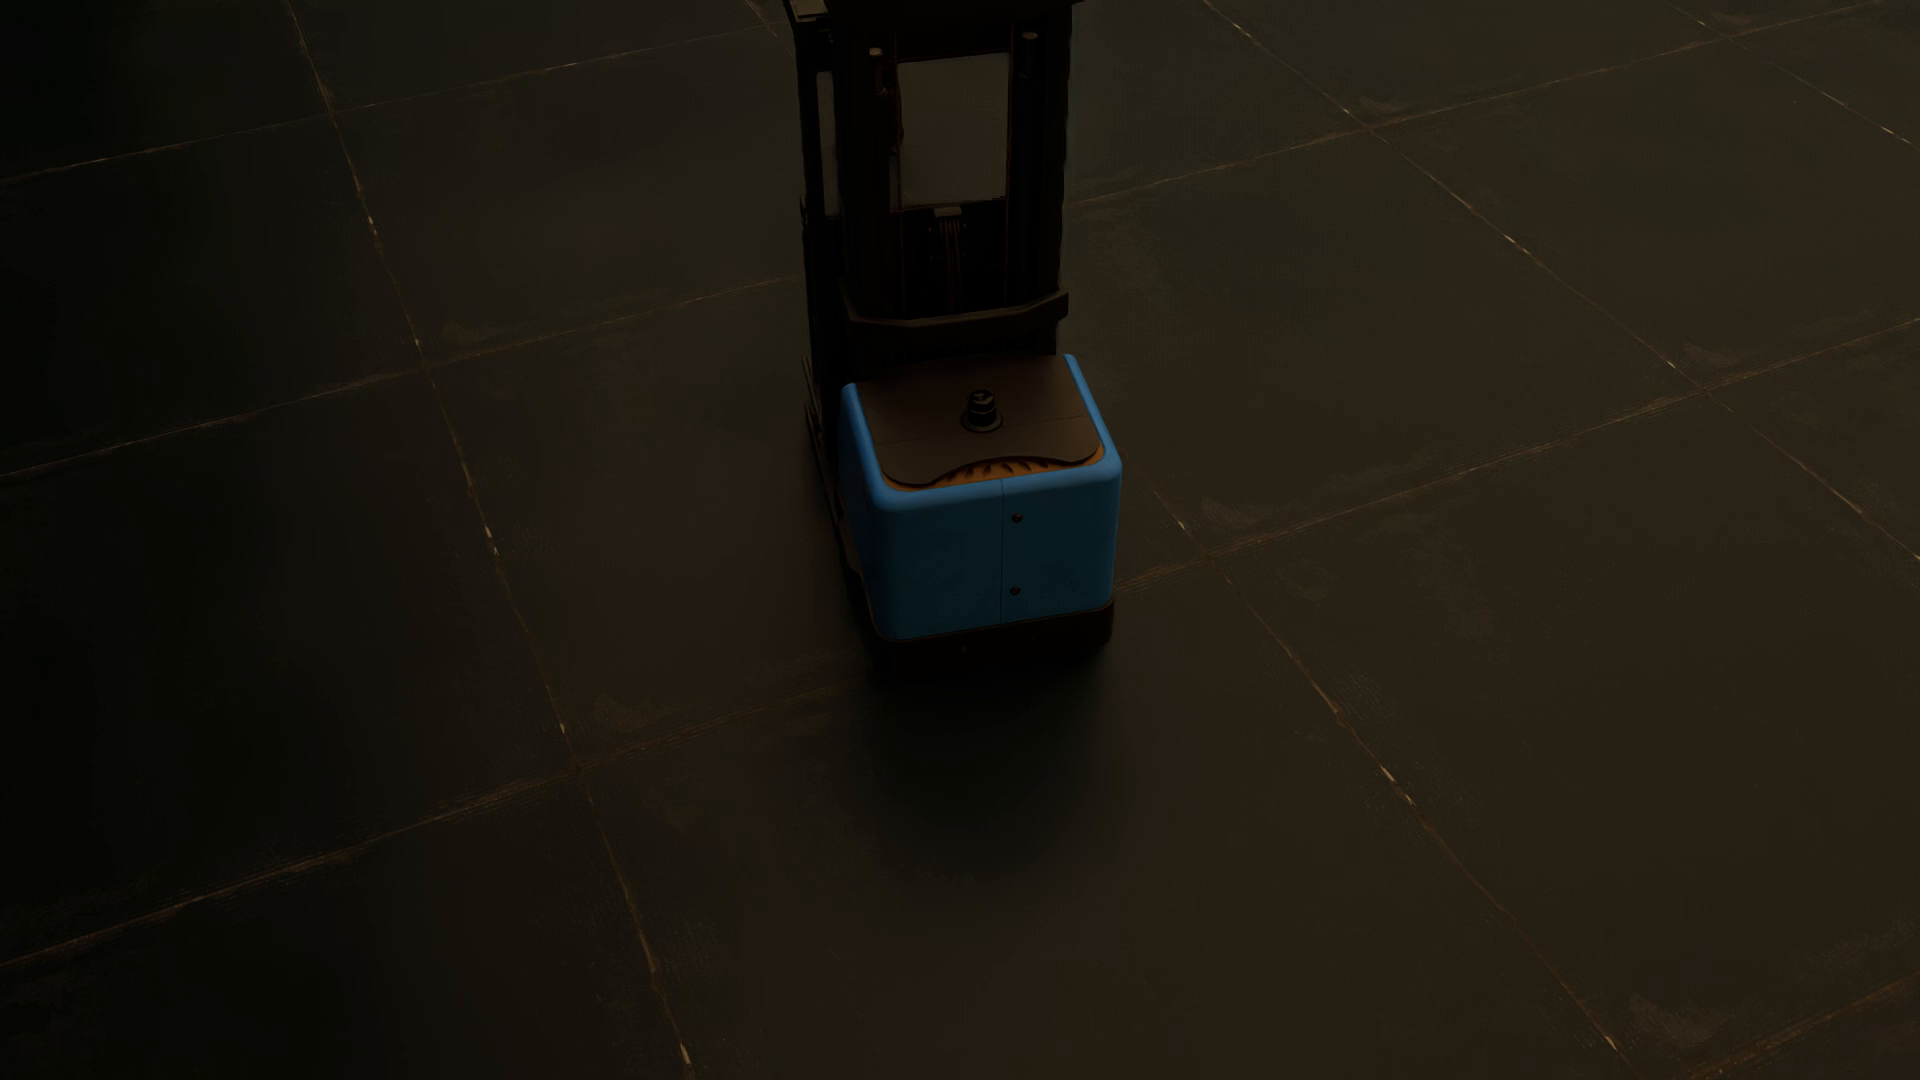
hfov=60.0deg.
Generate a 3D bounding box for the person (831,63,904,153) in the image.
[{"bbox_3d":[-0.598,-3.055,9.796,0.685,1.784,0.559,-22,47,-22],"label":"person"}]

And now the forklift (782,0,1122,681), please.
[{"bbox_3d":[-0.158,-1.491,7.278,1.130,2.935,3.031,-9,44,-9],"label":"forklift"}]
